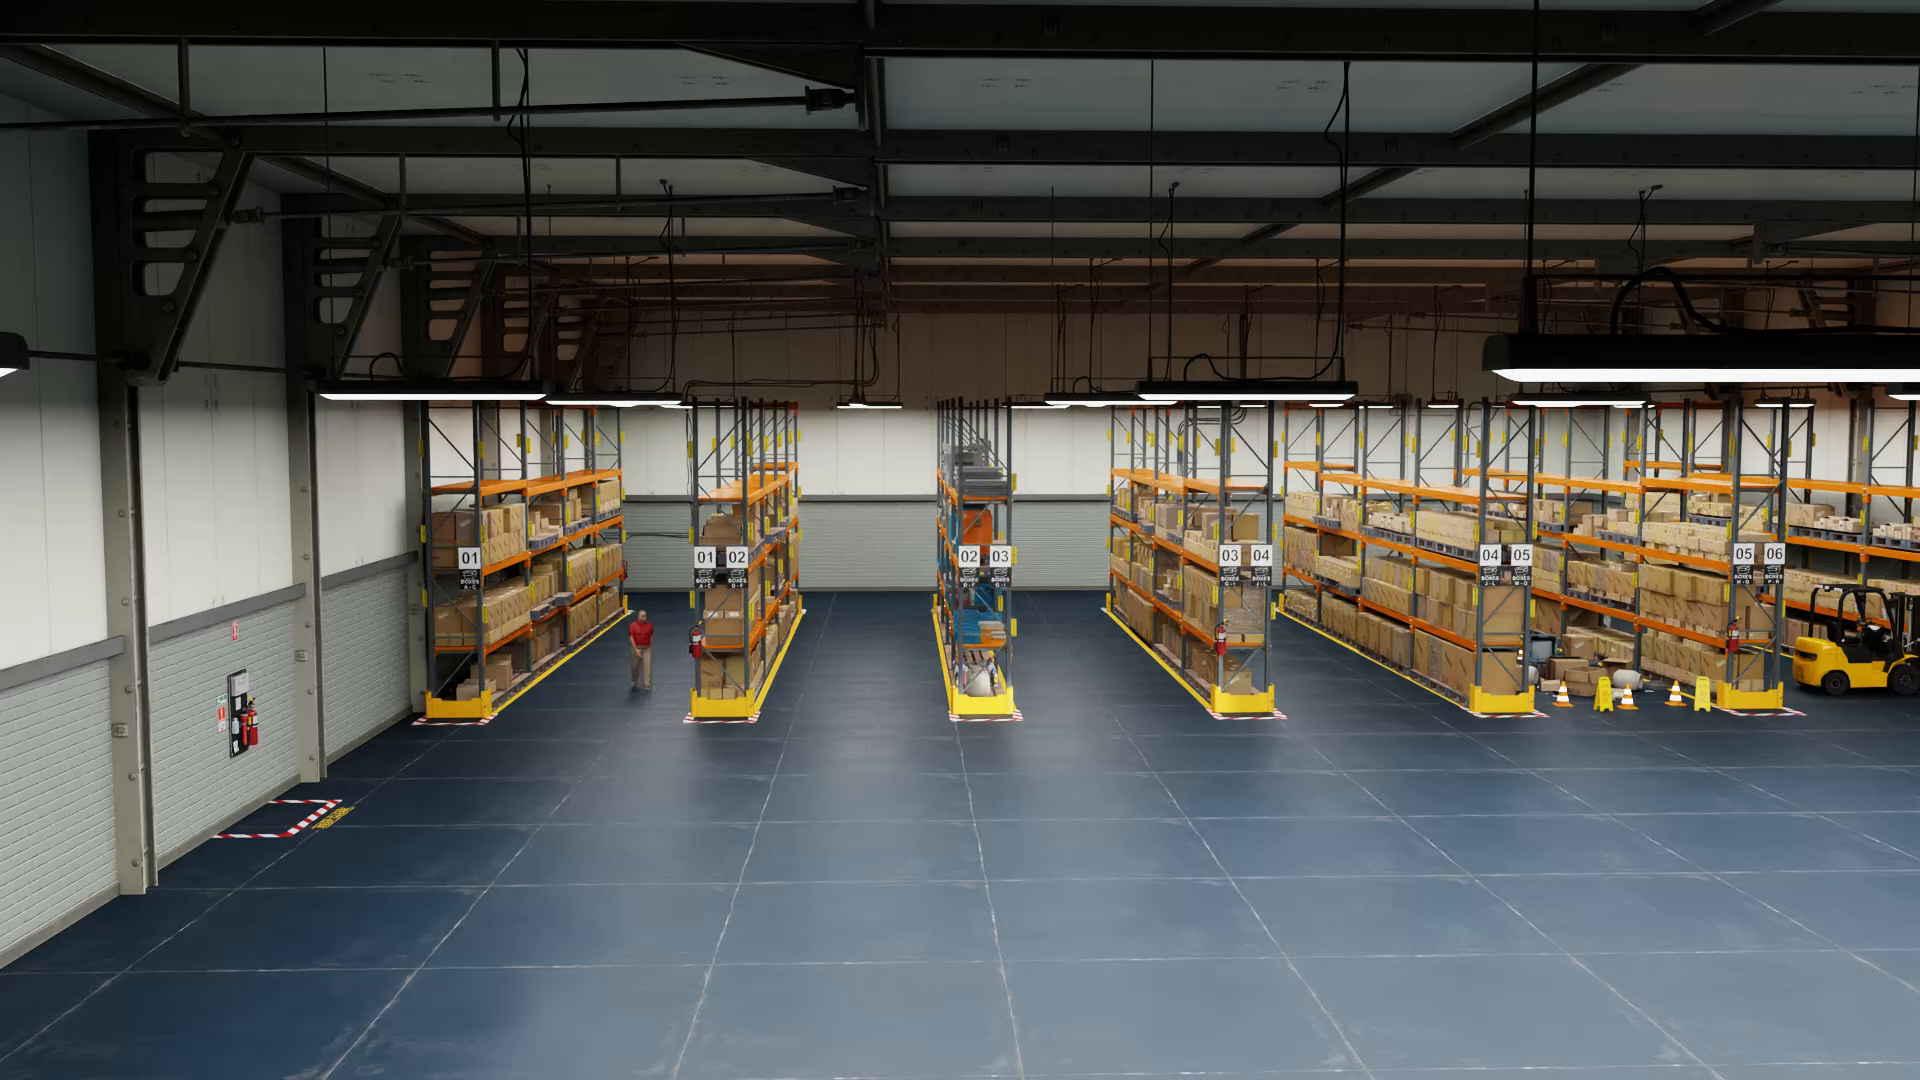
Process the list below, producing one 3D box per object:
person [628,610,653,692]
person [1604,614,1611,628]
[{"bbox_3d":[-6.514,2.258,34.034,0.514,1.646,1.117,-2,5,-20],"label":"person"},{"bbox_3d":[16.787,1.489,43.286,0.609,1.786,0.463,-2,5,-29],"label":"person"}]
